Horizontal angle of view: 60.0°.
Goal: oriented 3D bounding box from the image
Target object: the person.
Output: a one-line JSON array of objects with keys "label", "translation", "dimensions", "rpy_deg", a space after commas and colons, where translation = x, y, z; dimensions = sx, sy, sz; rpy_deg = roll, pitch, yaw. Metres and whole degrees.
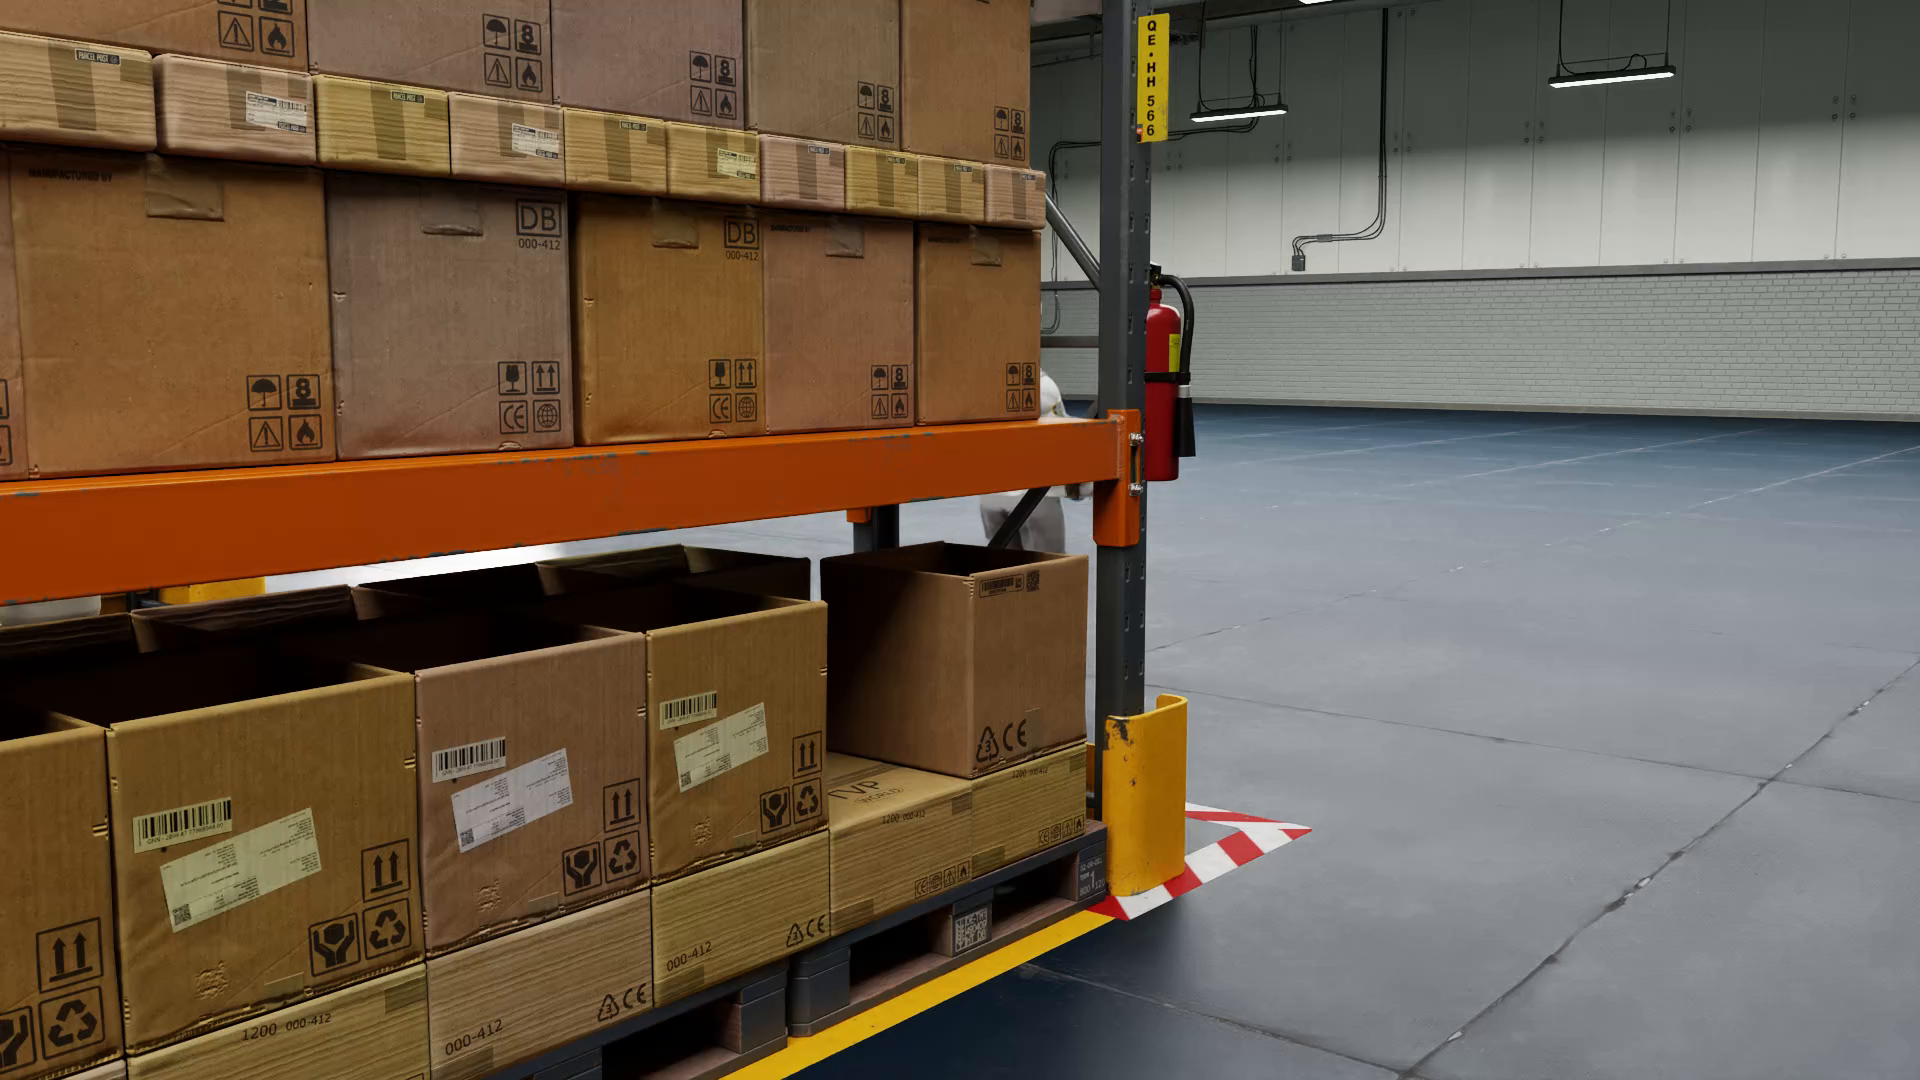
[{"label": "person", "translation": [0.287, -0.153, 6.882], "dimensions": [0.467, 1.695, 0.554], "rpy_deg": [5, 9, 38]}]
